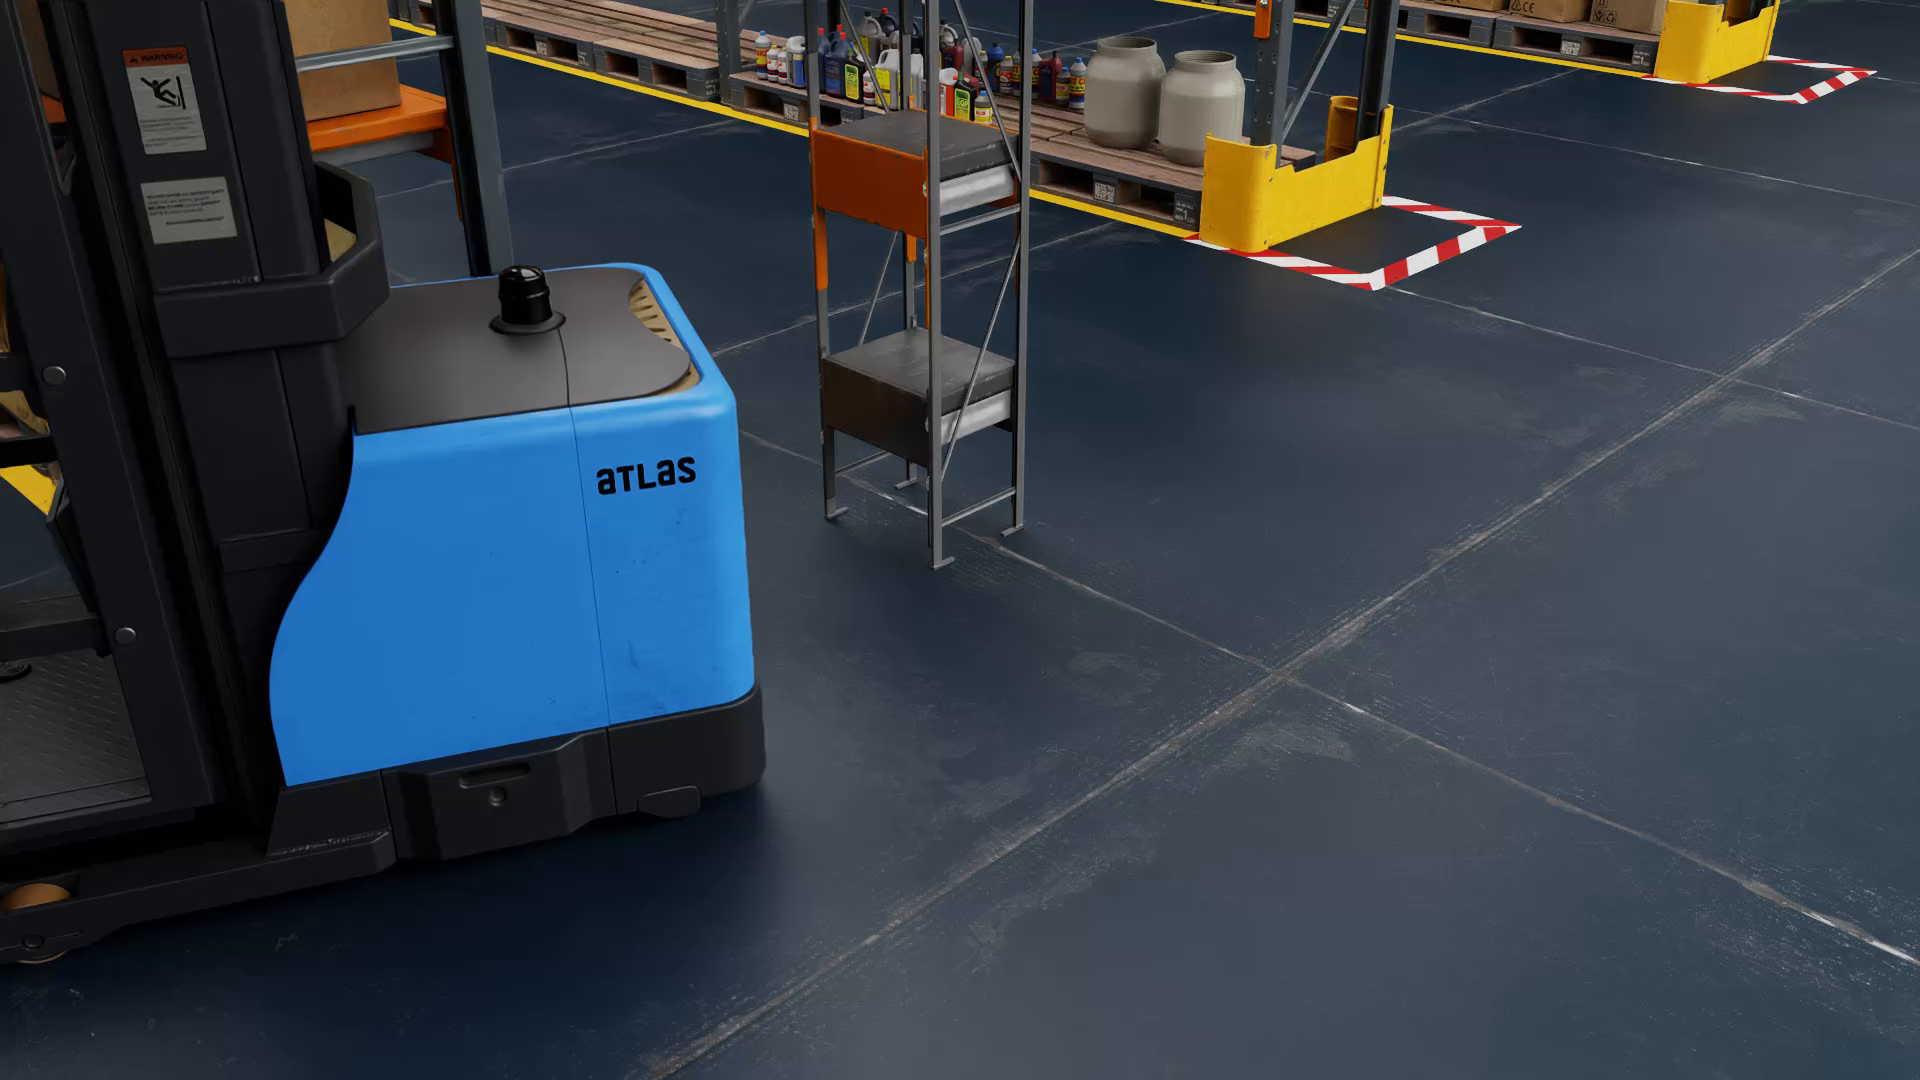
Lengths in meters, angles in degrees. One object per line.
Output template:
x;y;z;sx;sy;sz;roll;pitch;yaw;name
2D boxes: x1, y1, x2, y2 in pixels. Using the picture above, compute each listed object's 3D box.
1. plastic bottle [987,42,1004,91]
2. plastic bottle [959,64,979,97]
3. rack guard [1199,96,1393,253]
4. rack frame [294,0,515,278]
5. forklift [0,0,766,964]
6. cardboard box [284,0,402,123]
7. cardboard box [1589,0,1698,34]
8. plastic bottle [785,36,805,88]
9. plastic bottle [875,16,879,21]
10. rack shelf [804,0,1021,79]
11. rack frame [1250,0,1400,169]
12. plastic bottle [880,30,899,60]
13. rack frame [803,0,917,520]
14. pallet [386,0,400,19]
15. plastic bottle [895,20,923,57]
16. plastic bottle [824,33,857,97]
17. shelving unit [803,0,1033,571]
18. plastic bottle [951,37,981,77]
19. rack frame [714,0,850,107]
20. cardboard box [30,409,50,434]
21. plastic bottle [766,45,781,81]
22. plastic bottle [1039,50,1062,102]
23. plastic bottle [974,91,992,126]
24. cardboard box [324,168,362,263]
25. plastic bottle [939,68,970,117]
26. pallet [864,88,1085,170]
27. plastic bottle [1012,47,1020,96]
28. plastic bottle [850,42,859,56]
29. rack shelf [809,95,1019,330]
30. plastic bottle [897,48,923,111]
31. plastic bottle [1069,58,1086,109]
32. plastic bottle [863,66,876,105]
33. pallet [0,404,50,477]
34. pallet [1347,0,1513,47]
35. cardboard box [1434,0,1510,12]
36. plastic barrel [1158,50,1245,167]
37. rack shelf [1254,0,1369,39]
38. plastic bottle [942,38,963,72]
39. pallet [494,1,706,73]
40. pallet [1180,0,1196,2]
0.208;-2.797;9.805;0.097;0.271;0.097;0;28;0;plastic bottle
0.039;-2.477;9.185;0.133;0.283;0.061;25;36;38;plastic bottle
1.655;-1.807;8.150;0.348;0.500;1.175;25;36;38;rack guard
-1.733;-1.262;4.427;0.127;3.000;1.000;25;36;38;rack frame
-2.046;-0.644;3.326;3.031;2.935;1.130;-9;29;-17;forklift
-2.057;-1.463;4.701;0.500;0.500;0.700;25;36;38;cardboard box
4.781;-3.837;11.559;0.500;0.500;0.500;-18;33;-30;cardboard box
-0.940;-2.853;9.906;0.152;0.276;0.135;-24;36;-37;plastic bottle
-0.536;-3.155;10.472;0.061;0.283;0.133;-23;36;-37;plastic bottle
-0.118;-1.591;4.545;0.480;0.518;0.431;25;36;38;rack shelf
1.742;-2.904;7.551;0.127;3.000;1.000;25;36;38;rack frame
-0.398;-2.964;10.118;0.135;0.276;0.152;25;36;38;plastic bottle
-0.292;-1.063;5.015;0.015;2.100;0.400;25;36;38;rack frame
-4.554;-4.524;13.627;1.213;0.211;1.003;25;36;38;pallet
-0.312;-3.055;10.210;0.185;0.351;0.144;22;35;36;plastic bottle
-0.691;-2.769;9.667;0.185;0.351;0.144;23;35;36;plastic bottle
-0.118;-0.983;4.864;0.503;2.100;0.431;25;36;38;shelving unit
0.032;-2.862;9.924;0.152;0.276;0.135;-25;36;-38;plastic bottle
-1.110;-4.210;10.033;0.127;3.000;1.000;25;36;38;rack frame
-2.688;-0.467;5.418;0.500;0.250;0.500;25;36;38;cardboard box
-1.118;-2.883;10.044;0.097;0.201;0.097;0;28;0;plastic bottle
0.519;-2.672;9.554;0.061;0.283;0.133;-25;36;-38;plastic bottle
0.125;-2.314;8.962;0.097;0.201;0.097;0;28;0;plastic bottle
-2.317;-0.974;5.577;0.500;0.500;0.500;25;36;38;cardboard box
-0.035;-2.439;9.119;0.135;0.276;0.152;25;37;39;plastic bottle
0.214;-2.344;9.481;1.213;0.211;1.003;25;36;38;pallet
0.352;-2.731;9.680;0.097;0.271;0.097;0;28;0;plastic bottle
-0.637;-2.788;9.789;0.097;0.271;0.097;0;28;0;plastic bottle
-0.118;-0.971;4.870;0.480;0.518;0.431;25;36;38;rack shelf
-0.255;-2.570;9.288;0.144;0.351;0.185;-24;36;-37;plastic bottle
0.668;-2.587;9.405;0.097;0.271;0.097;0;28;0;plastic bottle
-0.505;-2.603;9.511;0.097;0.201;0.097;0;28;0;plastic bottle
-3.174;-0.661;6.281;1.213;0.211;1.003;25;36;38;pallet
3.740;-4.014;12.656;1.213;0.211;1.003;25;36;38;pallet
3.898;-4.231;12.308;0.500;0.500;0.500;-21;34;-35;cardboard box
1.219;-2.179;8.392;0.421;0.512;0.421;0;28;0;plastic barrel
0.316;-3.239;8.959;4.000;0.370;1.077;25;36;38;rack shelf
-0.043;-2.830;9.854;0.133;0.283;0.061;25;36;38;plastic bottle
-2.571;-3.617;11.902;1.213;0.211;1.003;25;36;38;pallet
1.806;-4.873;14.290;1.213;0.211;1.003;25;36;38;pallet
